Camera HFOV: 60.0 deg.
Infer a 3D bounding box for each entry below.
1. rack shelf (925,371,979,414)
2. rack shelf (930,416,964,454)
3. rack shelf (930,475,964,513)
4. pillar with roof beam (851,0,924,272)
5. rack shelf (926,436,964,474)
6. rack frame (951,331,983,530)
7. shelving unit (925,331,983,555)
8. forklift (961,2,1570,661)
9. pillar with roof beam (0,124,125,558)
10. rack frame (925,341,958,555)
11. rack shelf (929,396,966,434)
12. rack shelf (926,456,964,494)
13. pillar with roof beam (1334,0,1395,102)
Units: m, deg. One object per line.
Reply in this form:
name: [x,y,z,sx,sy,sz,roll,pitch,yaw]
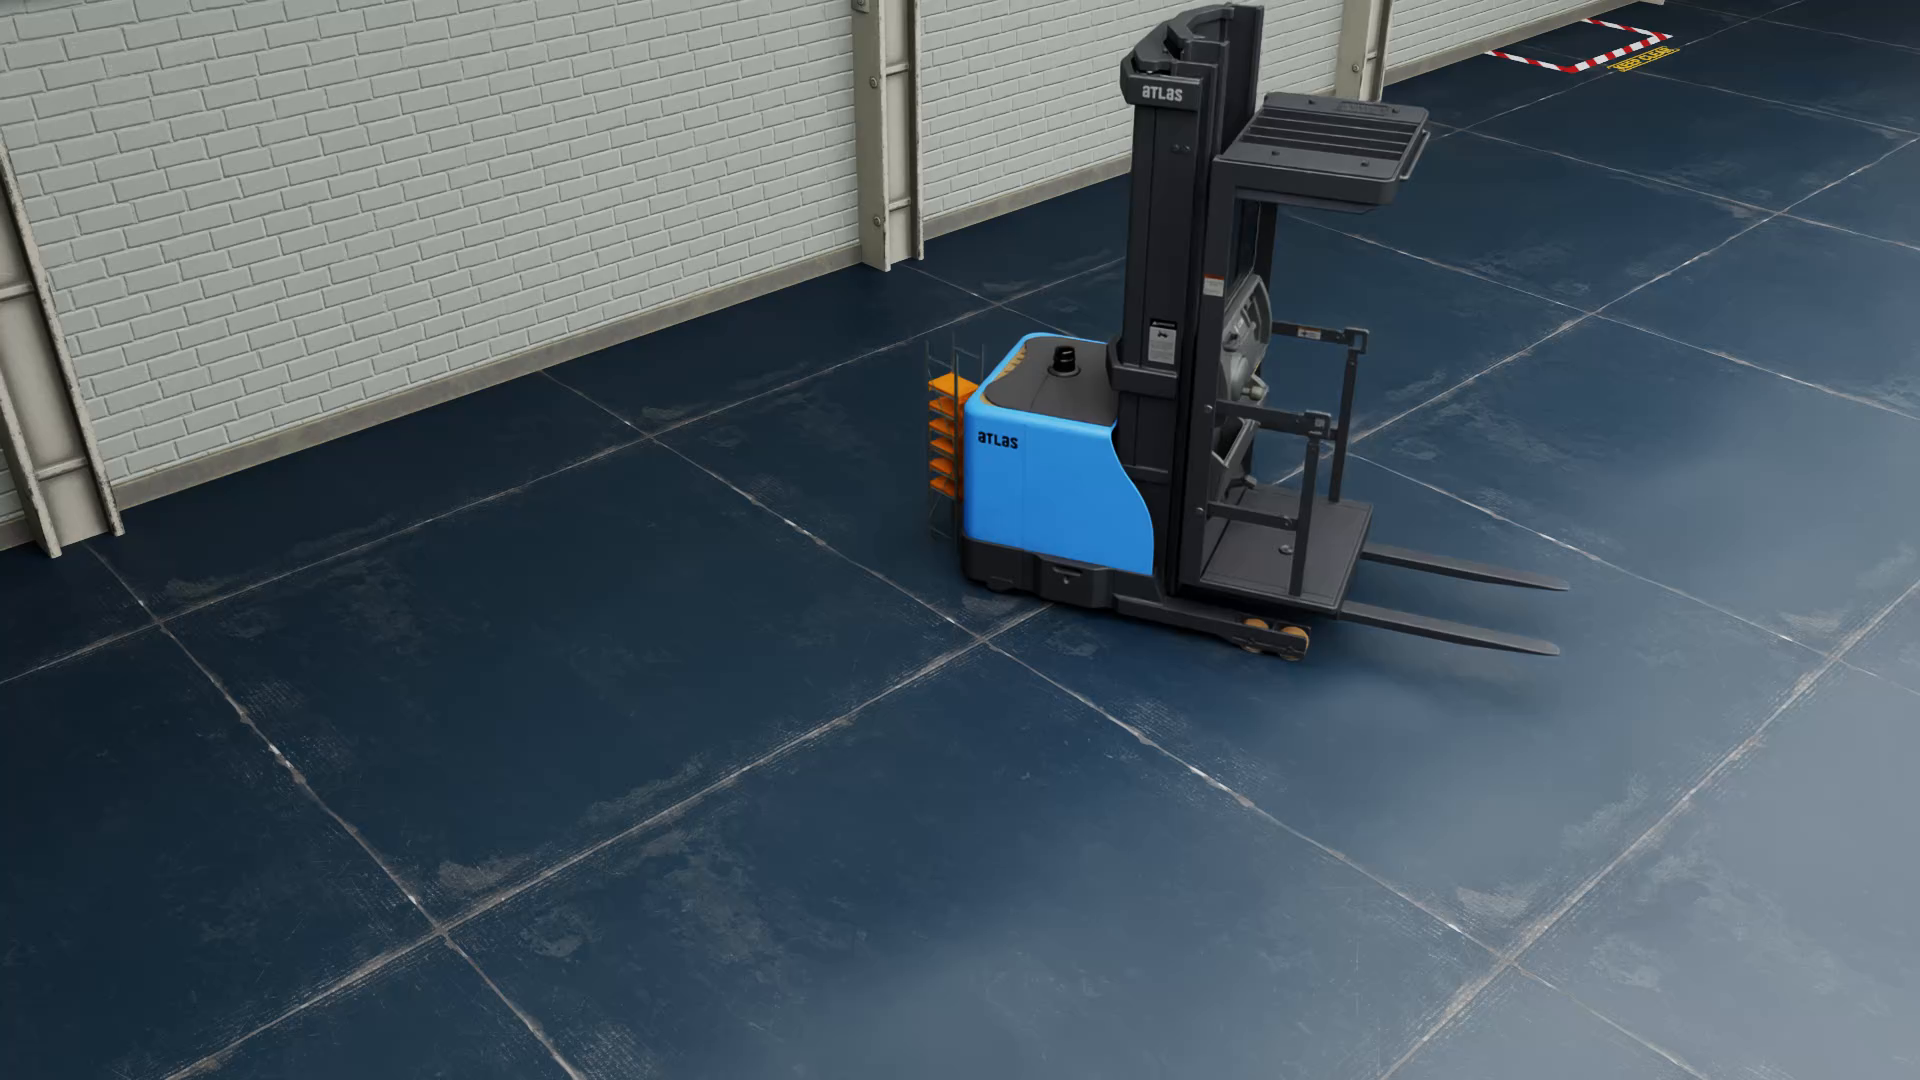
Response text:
rack shelf: [-0.030,-0.779,8.769,0.180,0.103,0.258,-27,40,-36]
rack shelf: [-0.030,-0.574,8.894,0.180,0.103,0.258,-27,40,-36]
rack shelf: [-0.029,-0.267,9.081,0.180,0.103,0.258,-27,40,-36]
pillar with roof beam: [2.403,-4.348,7.734,0.400,9.000,9.100,-26,40,-35]
rack shelf: [-0.030,-0.472,8.956,0.180,0.103,0.258,-27,40,-36]
rack frame: [0.037,-0.543,8.987,0.006,1.200,0.240,-27,40,-36]
shelving unit: [-0.030,-0.510,8.933,0.189,1.200,0.258,-27,40,-36]
forklift: [1.573,-0.966,8.021,3.031,2.935,1.130,12,33,18]
pillar with roof beam: [-1.996,-2.220,4.254,0.400,9.000,9.100,-26,40,-35]
rack frame: [-0.096,-0.477,8.879,0.006,1.200,0.240,-27,40,-36]
rack shelf: [-0.030,-0.677,8.831,0.180,0.103,0.258,-27,40,-36]
rack shelf: [-0.029,-0.369,9.019,0.180,0.103,0.258,-27,40,-36]
pillar with roof beam: [6.803,-6.476,11.215,0.400,9.000,9.100,-26,40,-35]
